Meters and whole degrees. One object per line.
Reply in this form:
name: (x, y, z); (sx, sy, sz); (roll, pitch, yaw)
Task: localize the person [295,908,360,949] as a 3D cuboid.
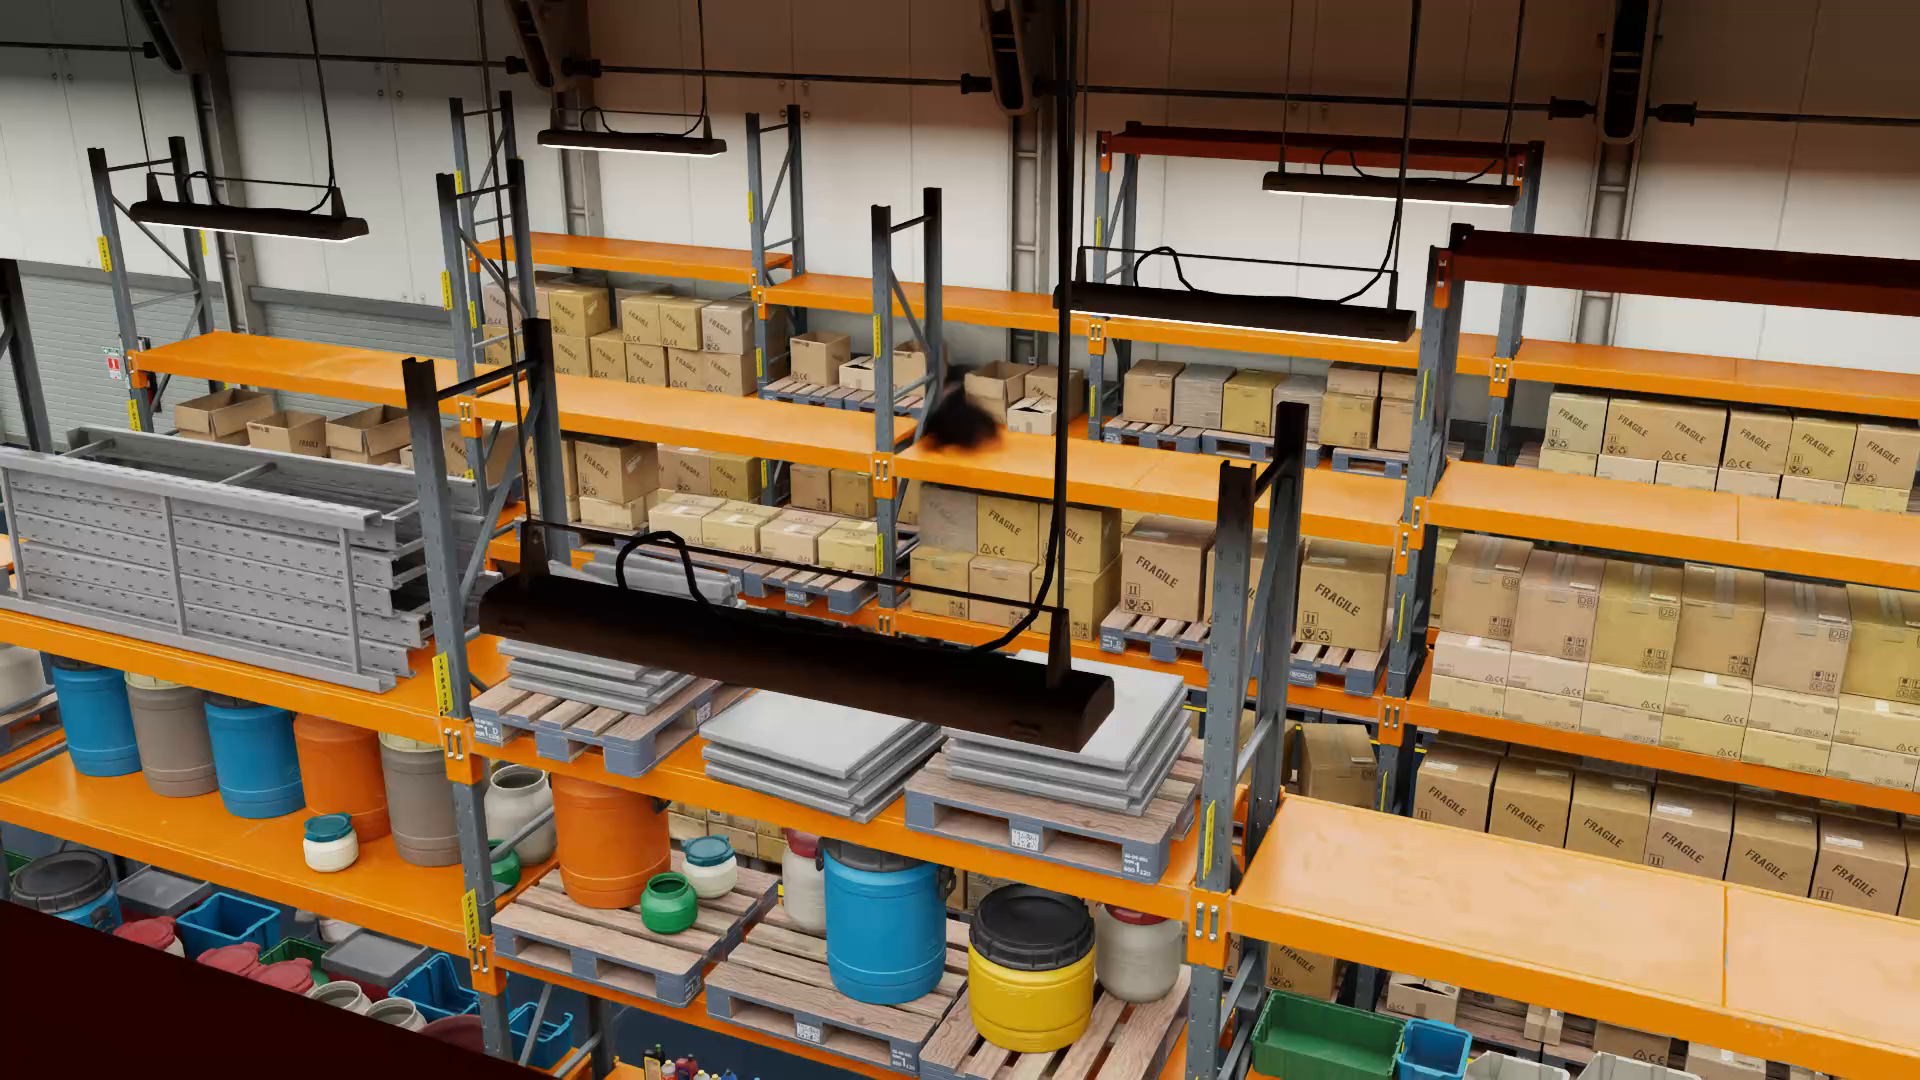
person: (-4.623, 2.958, 12.490); (0.651, 1.642, 0.747); (-10, 23, -24)

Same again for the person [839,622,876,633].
person: (-0.952, 0.940, 17.864); (0.807, 1.712, 0.630); (-10, 23, -24)
